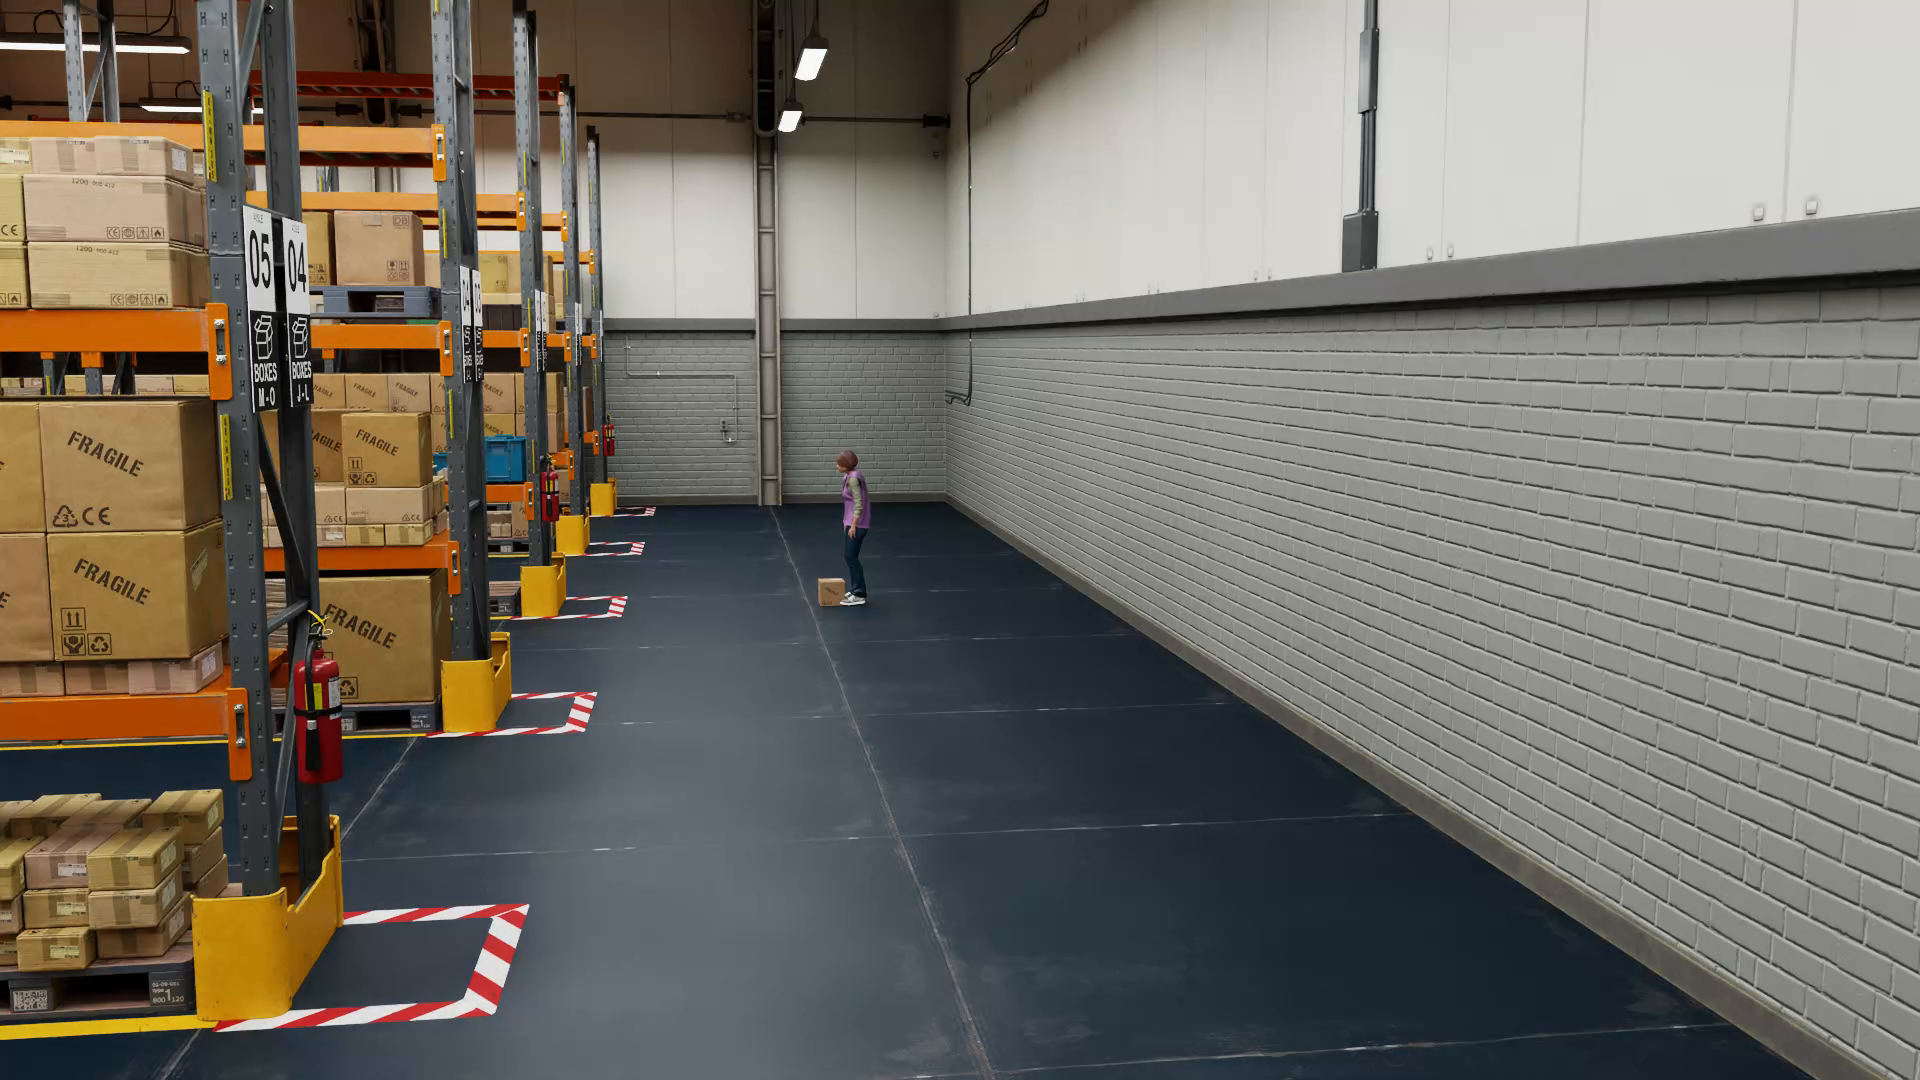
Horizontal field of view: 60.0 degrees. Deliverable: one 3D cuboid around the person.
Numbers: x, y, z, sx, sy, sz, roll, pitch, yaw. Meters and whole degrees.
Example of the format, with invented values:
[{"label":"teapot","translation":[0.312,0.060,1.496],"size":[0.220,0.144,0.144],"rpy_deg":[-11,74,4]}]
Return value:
[{"label":"person","translation":[-3.271,-1.465,21.630],"size":[3.125,3.194,10.252],"rpy_deg":[-1,7,-9]}]
